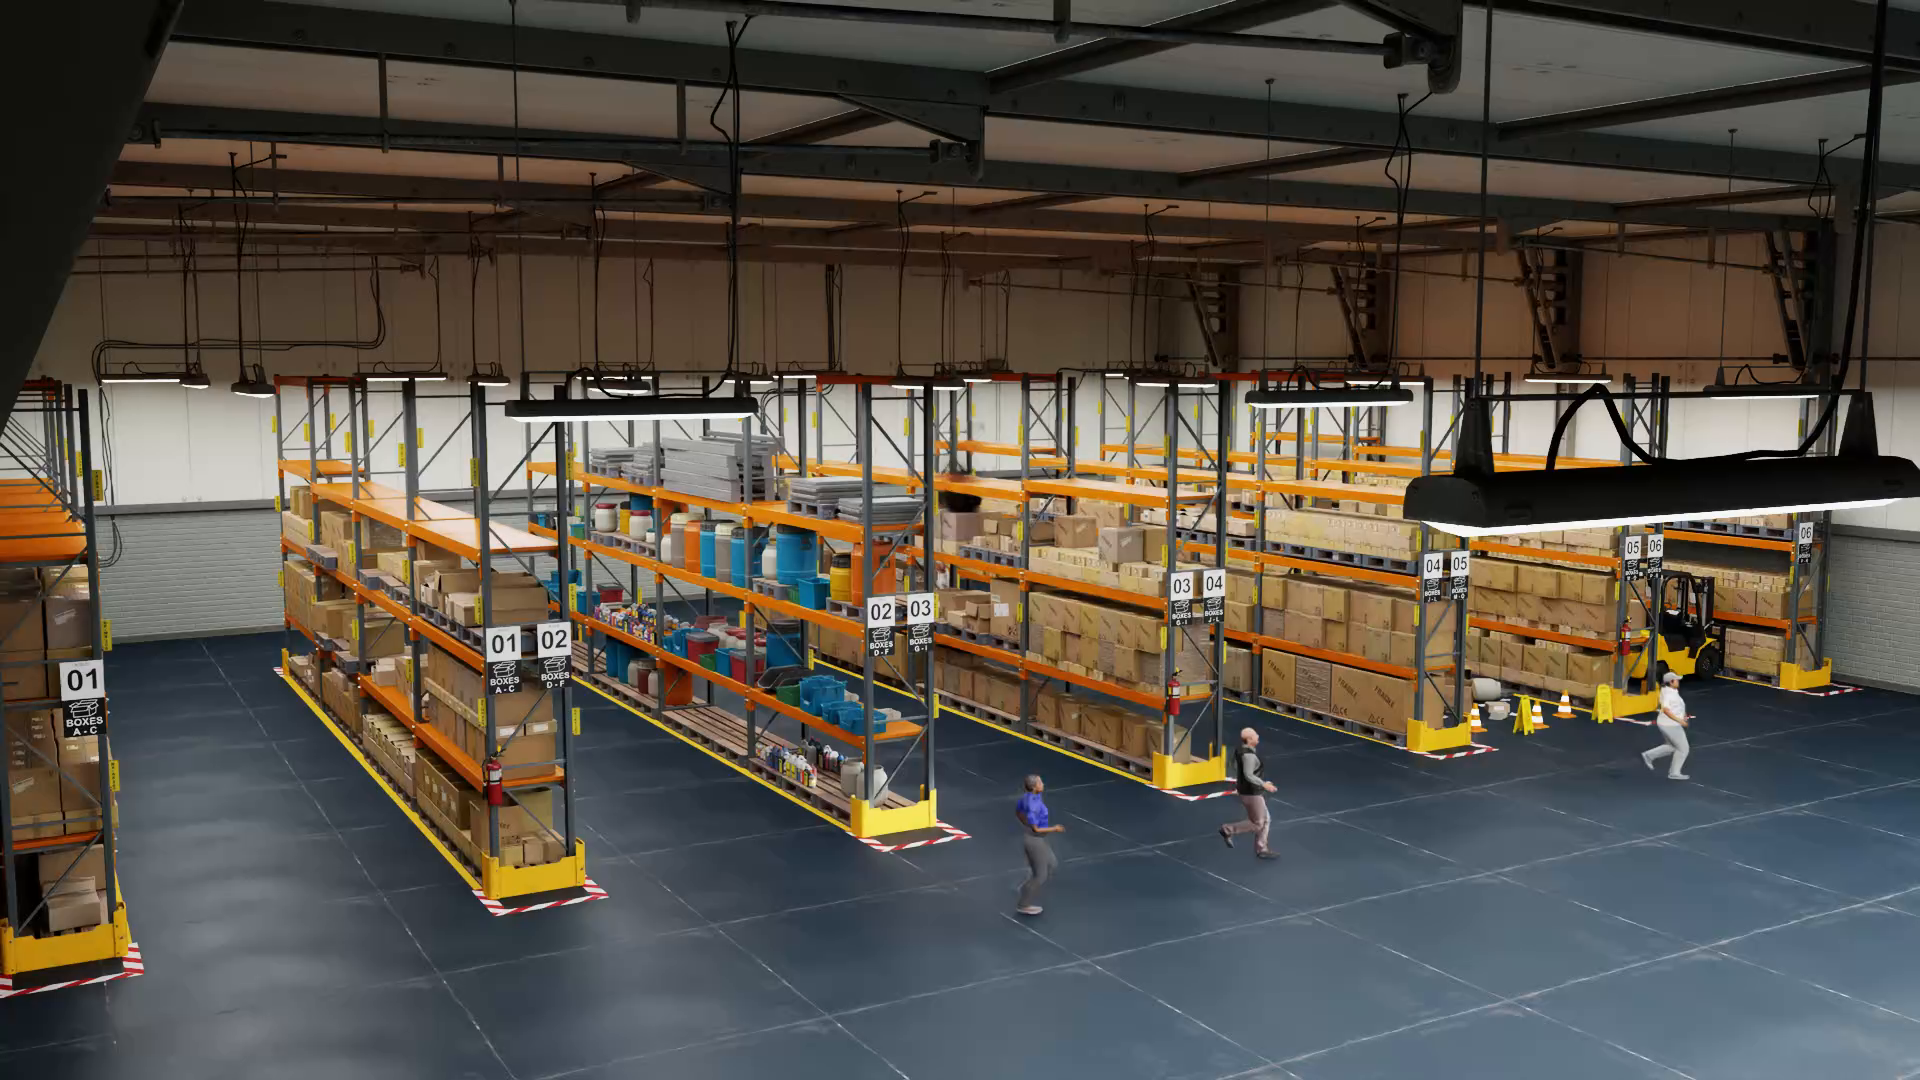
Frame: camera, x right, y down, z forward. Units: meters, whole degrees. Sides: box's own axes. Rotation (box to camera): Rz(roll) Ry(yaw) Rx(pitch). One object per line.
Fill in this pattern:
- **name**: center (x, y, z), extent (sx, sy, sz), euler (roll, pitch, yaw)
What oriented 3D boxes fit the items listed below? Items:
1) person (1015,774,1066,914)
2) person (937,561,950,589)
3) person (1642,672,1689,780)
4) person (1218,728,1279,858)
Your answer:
- **person**: center (0.924, 3.449, 18.946), extent (0.551, 1.613, 0.565), euler (0, 6, -3)
- **person**: center (-0.420, 1.280, 37.927), extent (0.698, 1.791, 0.904), euler (-3, 7, -26)
- **person**: center (10.683, 2.790, 25.038), extent (0.623, 1.620, 0.612), euler (1, 6, 13)
- **person**: center (3.662, 3.205, 21.060), extent (0.808, 1.686, 0.676), euler (0, 6, -2)
